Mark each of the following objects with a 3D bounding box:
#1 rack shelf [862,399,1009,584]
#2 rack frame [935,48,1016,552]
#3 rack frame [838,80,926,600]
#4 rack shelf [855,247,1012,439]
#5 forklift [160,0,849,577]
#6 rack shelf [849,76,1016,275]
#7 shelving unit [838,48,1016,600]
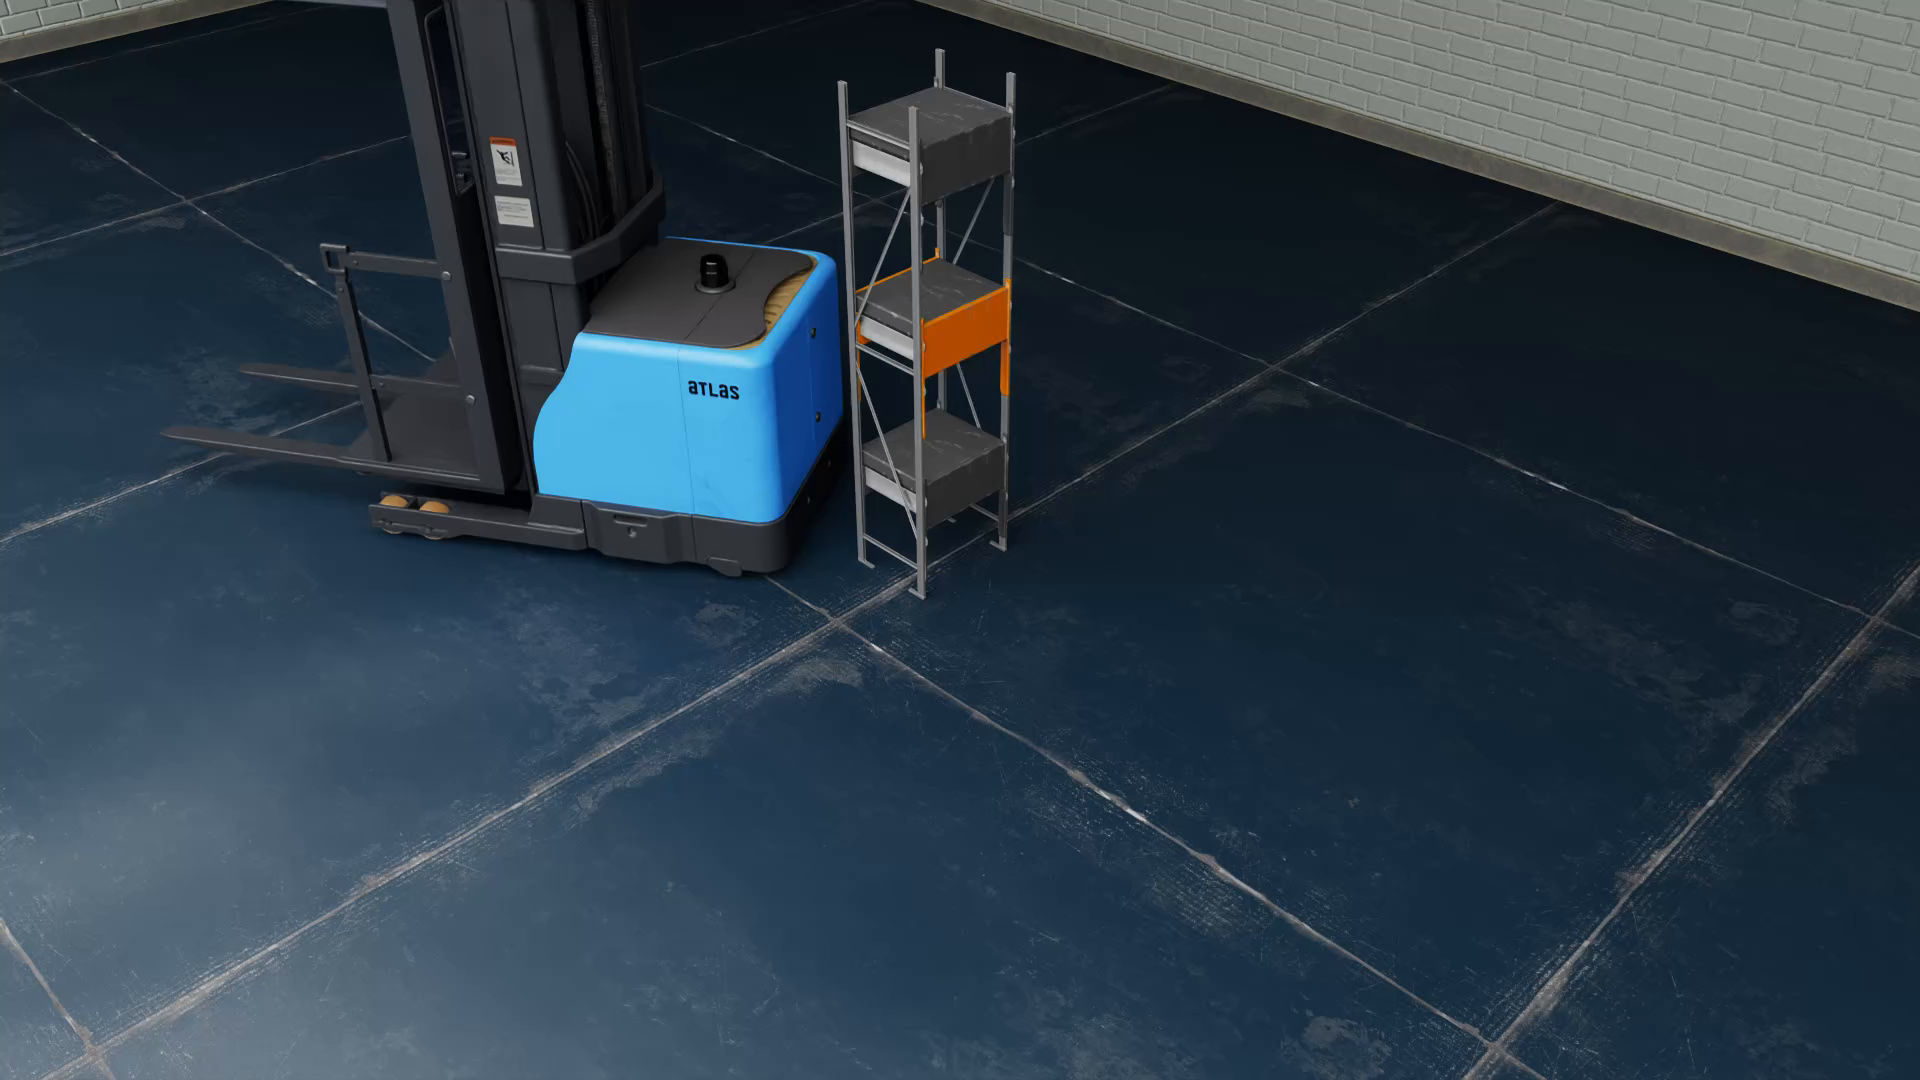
[{"bbox_3d":[-0.117,-0.209,6.961,0.431,0.518,0.480,30,45,35],"label":"rack shelf"},{"bbox_3d":[0.055,-0.893,6.695,0.400,2.100,0.015,30,45,35],"label":"rack frame"},{"bbox_3d":[-0.289,-0.695,6.411,0.400,2.100,0.015,30,45,35],"label":"rack frame"},{"bbox_3d":[-0.117,-0.783,6.561,0.431,0.518,0.480,30,45,35],"label":"rack shelf"},{"bbox_3d":[-2.088,-1.488,6.821,3.031,2.935,1.130,8,36,11],"label":"forklift"},{"bbox_3d":[-0.117,-1.357,6.160,0.431,0.518,0.480,30,45,35],"label":"rack shelf"},{"bbox_3d":[-0.117,-0.794,6.553,0.431,2.100,0.503,30,45,35],"label":"shelving unit"}]
